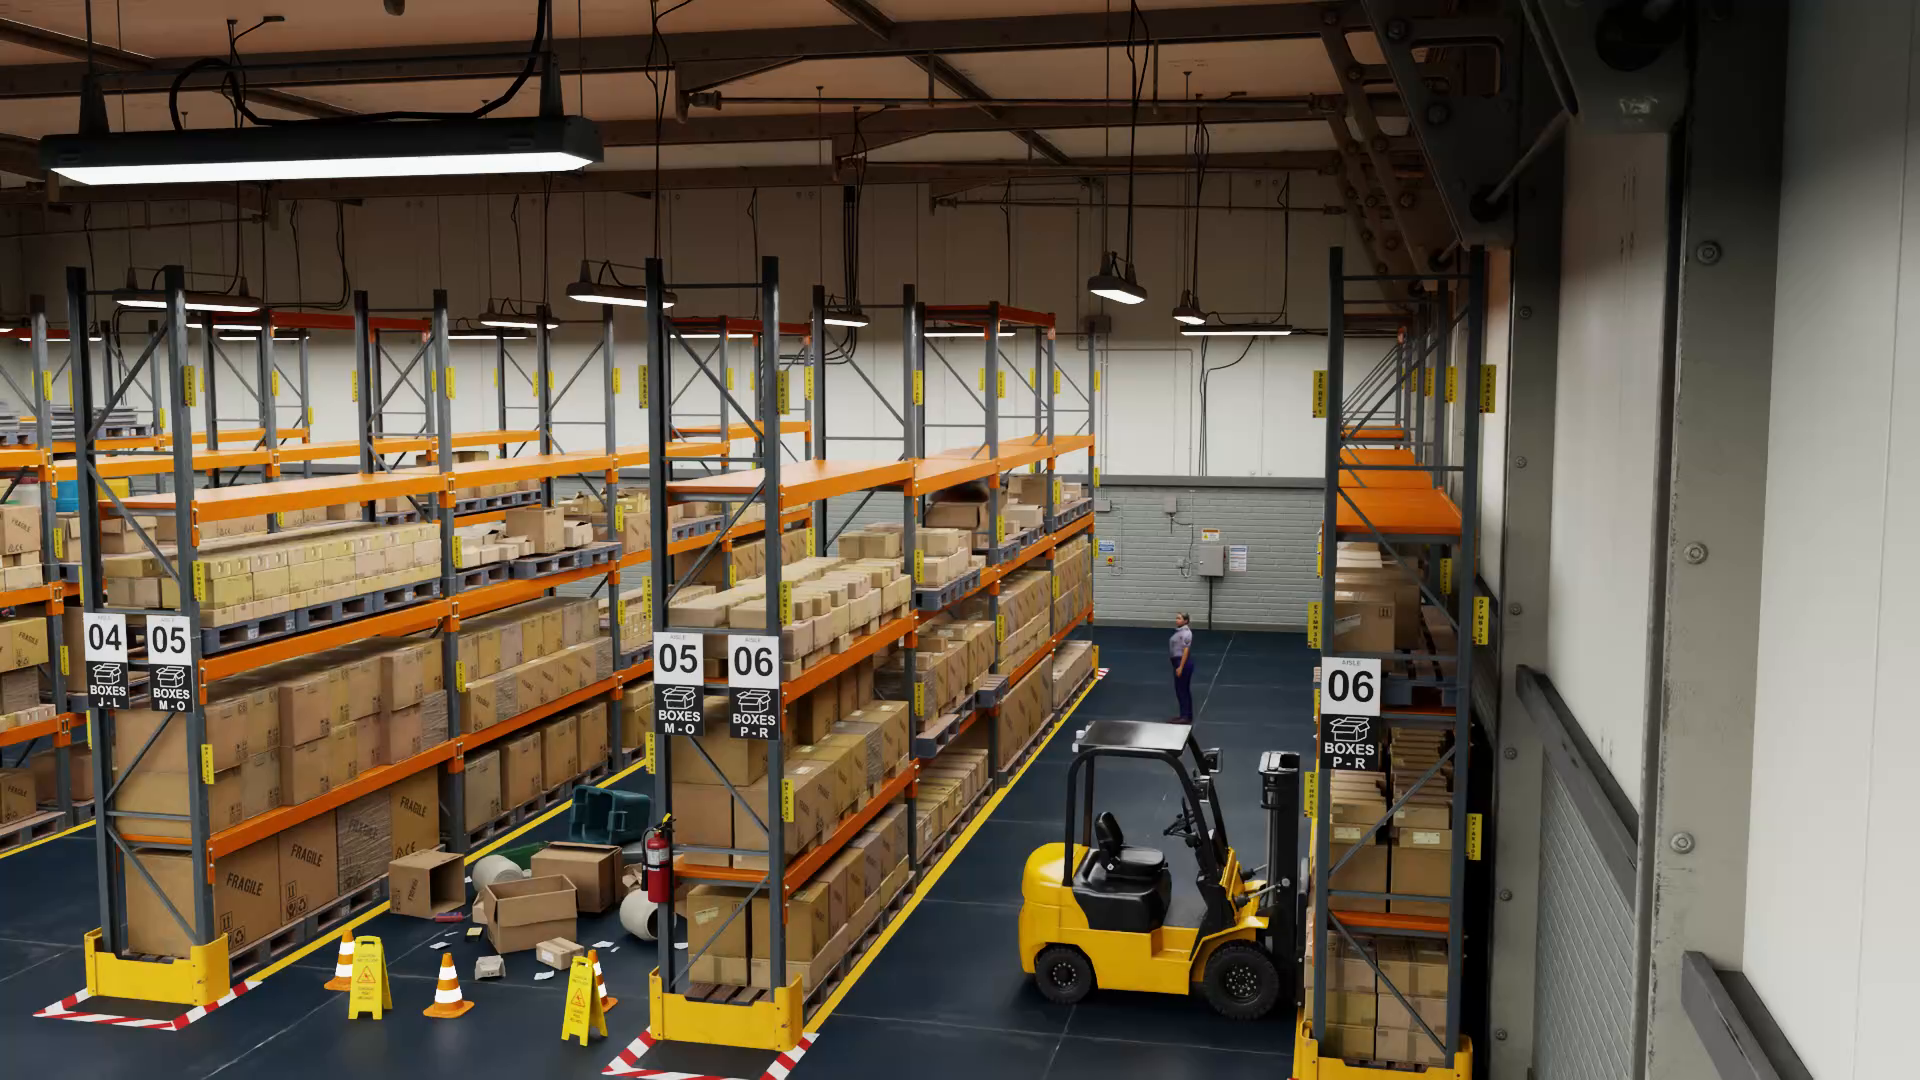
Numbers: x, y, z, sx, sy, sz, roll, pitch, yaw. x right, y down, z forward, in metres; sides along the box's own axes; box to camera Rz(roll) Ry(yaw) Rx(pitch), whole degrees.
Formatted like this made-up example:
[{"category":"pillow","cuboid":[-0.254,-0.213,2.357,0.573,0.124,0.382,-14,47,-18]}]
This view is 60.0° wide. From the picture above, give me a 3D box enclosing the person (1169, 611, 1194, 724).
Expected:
[{"category":"person","cuboid":[3.254,1.878,24.467,0.366,1.637,0.509,1,6,6]}]
